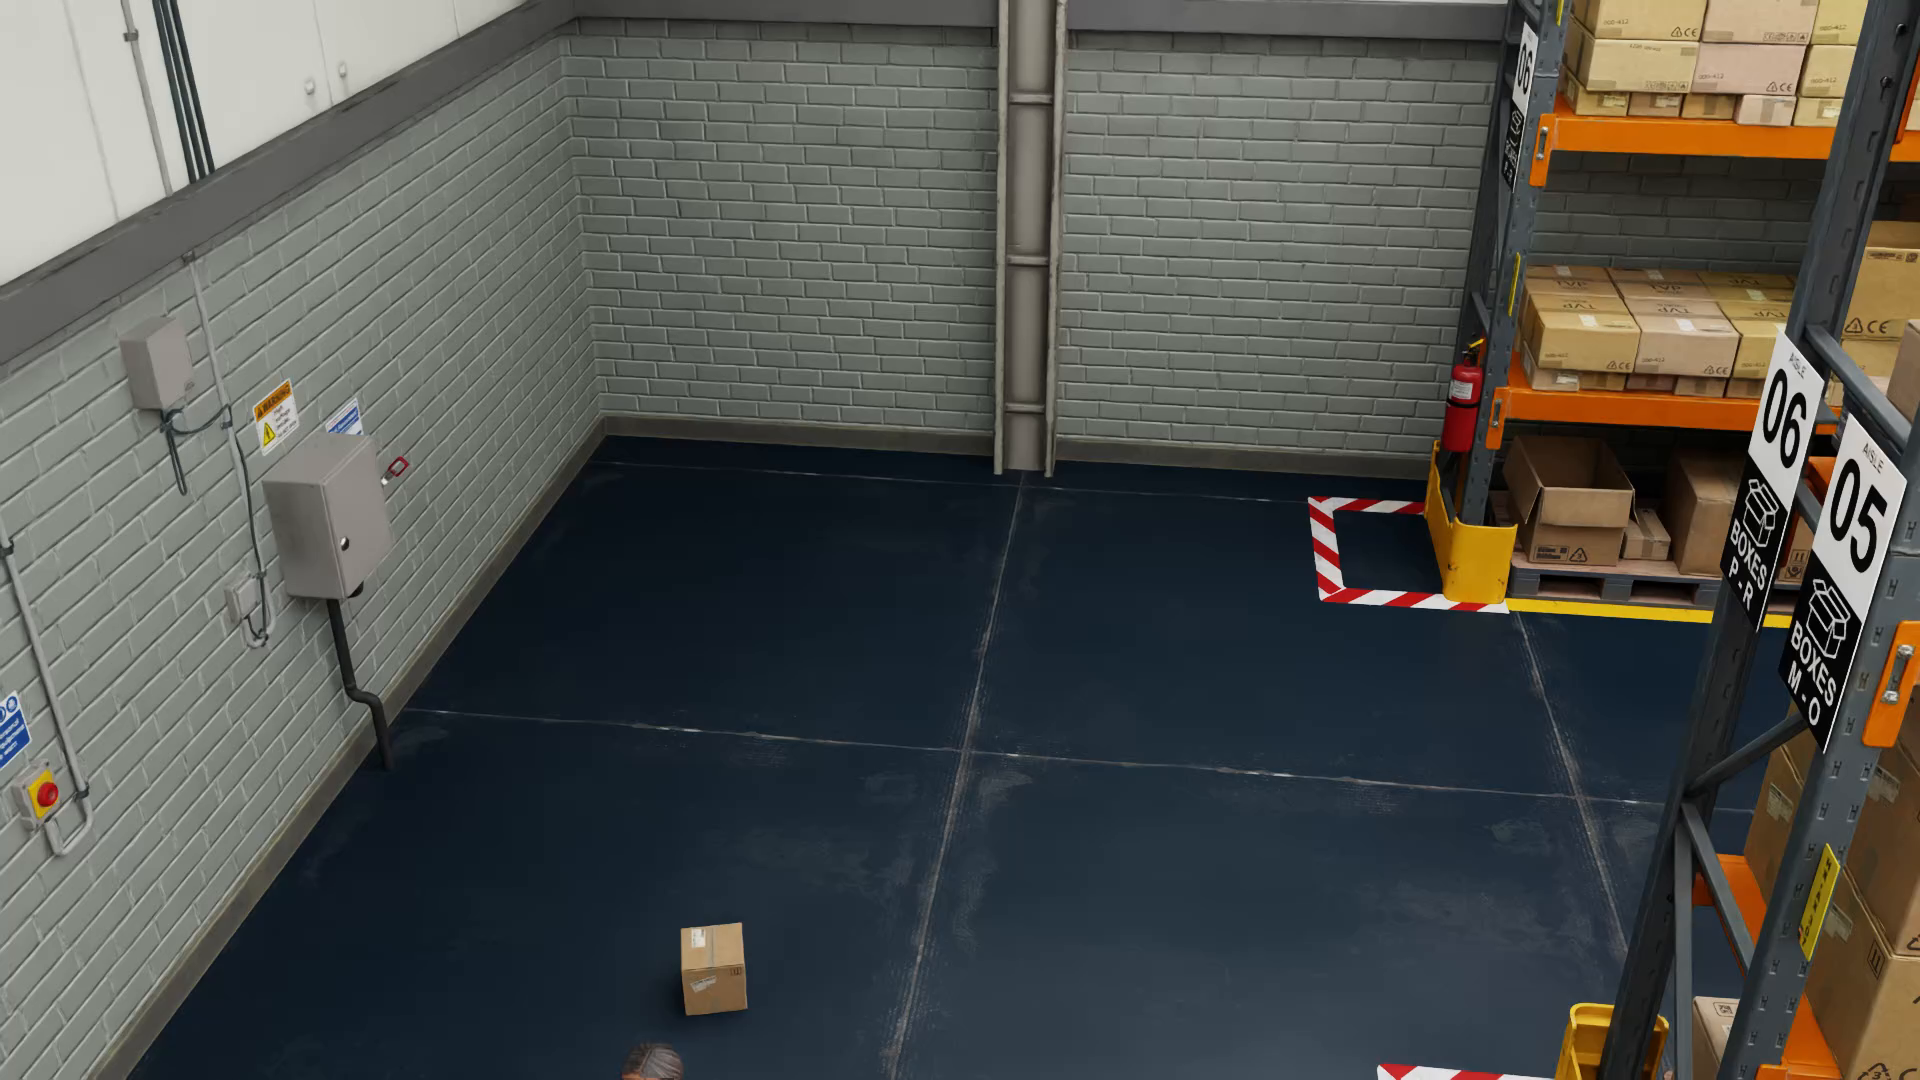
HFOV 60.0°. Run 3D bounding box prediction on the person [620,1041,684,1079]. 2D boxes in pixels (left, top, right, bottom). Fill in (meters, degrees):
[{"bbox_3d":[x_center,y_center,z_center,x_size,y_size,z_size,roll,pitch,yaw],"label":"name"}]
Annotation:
[{"bbox_3d":[-0.826,2.108,4.733,0.450,1.588,1.002,1,29,2],"label":"person"}]
